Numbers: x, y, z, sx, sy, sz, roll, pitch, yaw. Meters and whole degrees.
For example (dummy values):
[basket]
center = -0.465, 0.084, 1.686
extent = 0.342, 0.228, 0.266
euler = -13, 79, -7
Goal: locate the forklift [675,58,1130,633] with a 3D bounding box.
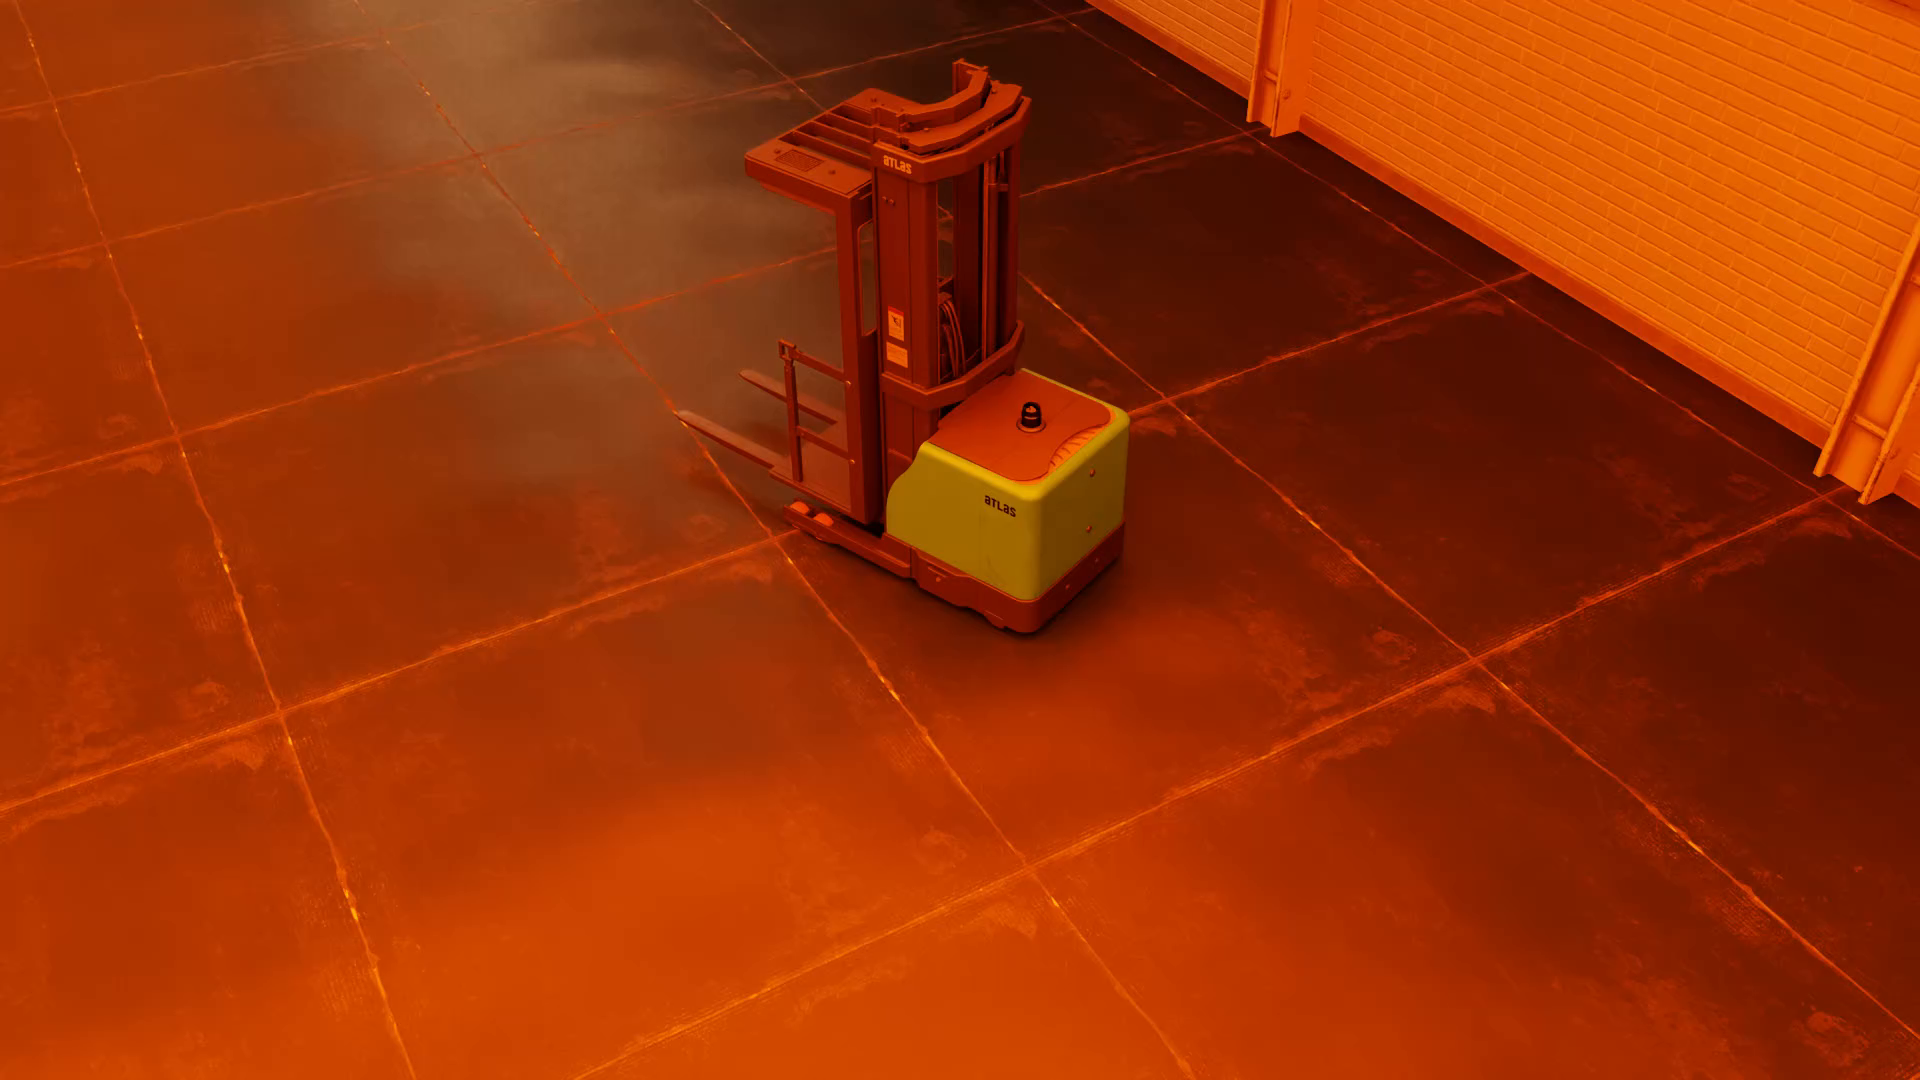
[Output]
[forklift]
center = -0.481, -1.366, 9.683
extent = 3.031, 2.935, 1.130
euler = 26, 46, 28
